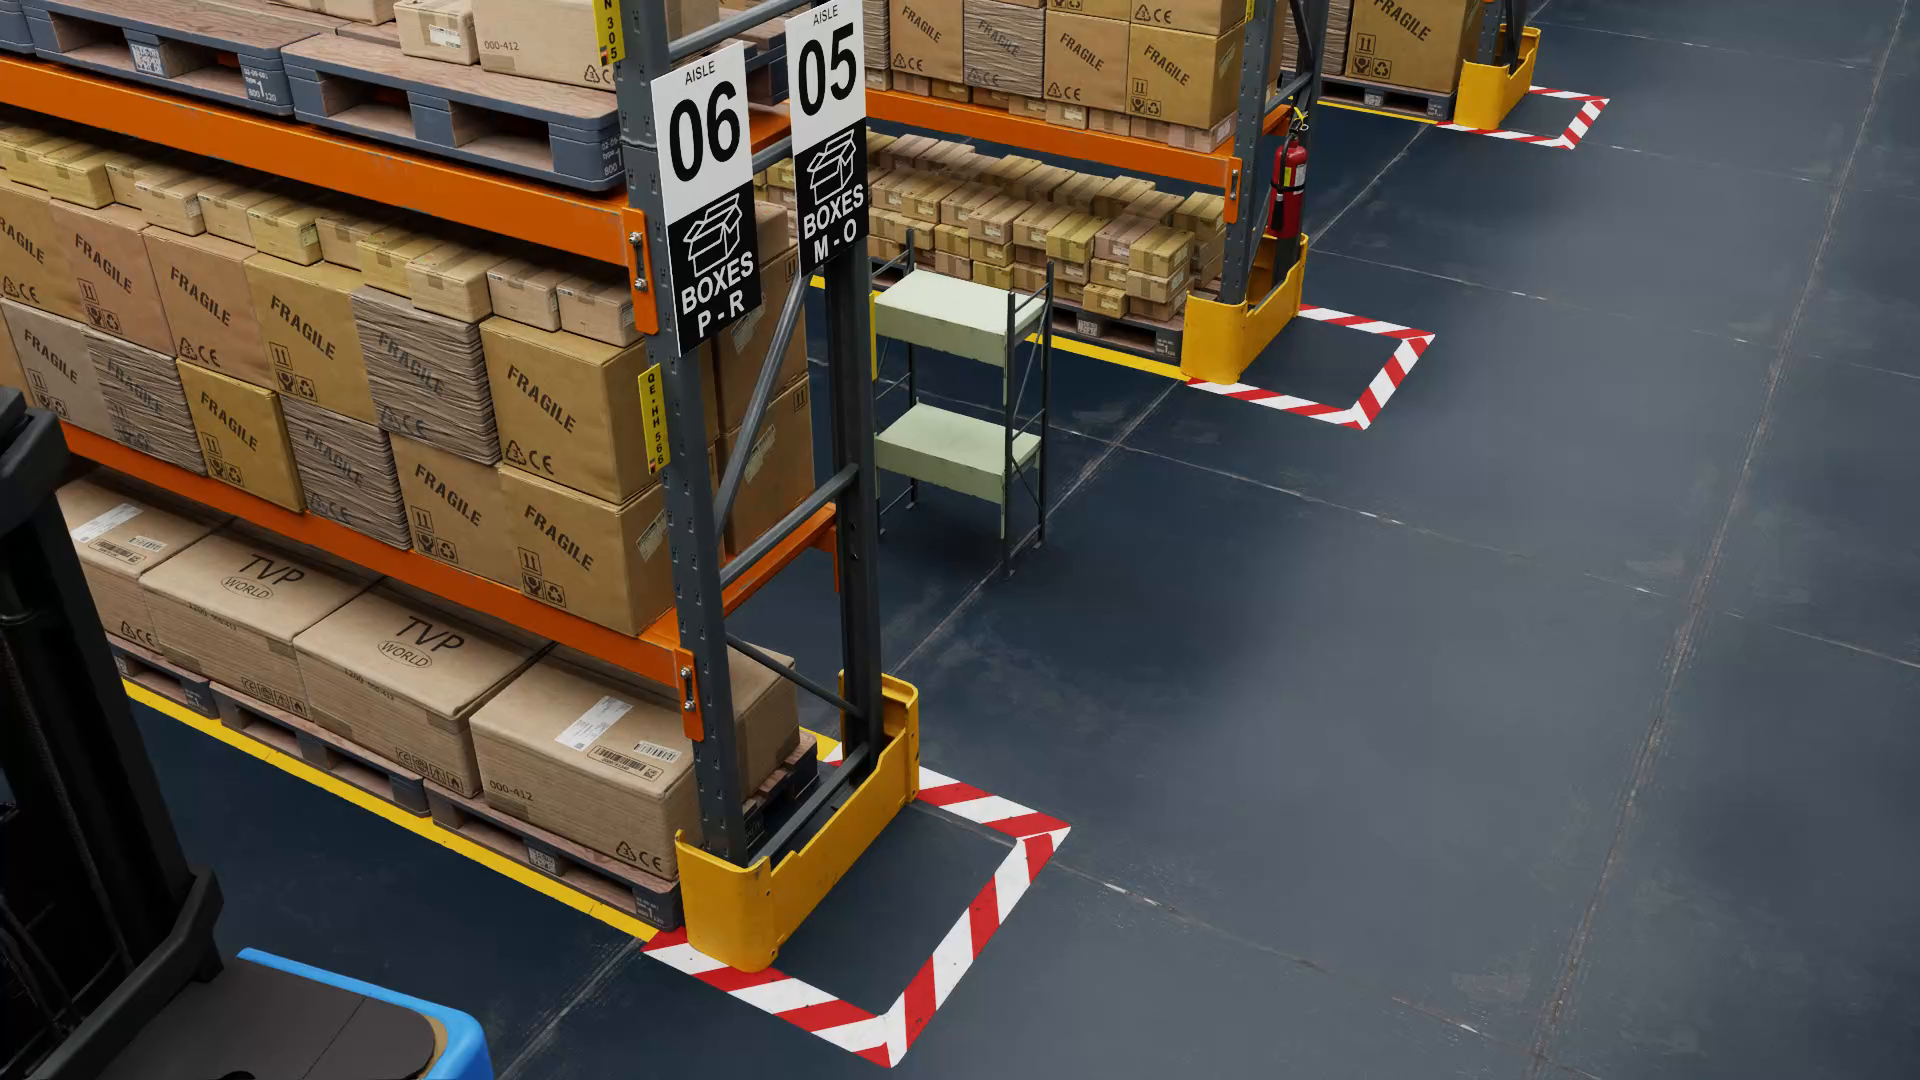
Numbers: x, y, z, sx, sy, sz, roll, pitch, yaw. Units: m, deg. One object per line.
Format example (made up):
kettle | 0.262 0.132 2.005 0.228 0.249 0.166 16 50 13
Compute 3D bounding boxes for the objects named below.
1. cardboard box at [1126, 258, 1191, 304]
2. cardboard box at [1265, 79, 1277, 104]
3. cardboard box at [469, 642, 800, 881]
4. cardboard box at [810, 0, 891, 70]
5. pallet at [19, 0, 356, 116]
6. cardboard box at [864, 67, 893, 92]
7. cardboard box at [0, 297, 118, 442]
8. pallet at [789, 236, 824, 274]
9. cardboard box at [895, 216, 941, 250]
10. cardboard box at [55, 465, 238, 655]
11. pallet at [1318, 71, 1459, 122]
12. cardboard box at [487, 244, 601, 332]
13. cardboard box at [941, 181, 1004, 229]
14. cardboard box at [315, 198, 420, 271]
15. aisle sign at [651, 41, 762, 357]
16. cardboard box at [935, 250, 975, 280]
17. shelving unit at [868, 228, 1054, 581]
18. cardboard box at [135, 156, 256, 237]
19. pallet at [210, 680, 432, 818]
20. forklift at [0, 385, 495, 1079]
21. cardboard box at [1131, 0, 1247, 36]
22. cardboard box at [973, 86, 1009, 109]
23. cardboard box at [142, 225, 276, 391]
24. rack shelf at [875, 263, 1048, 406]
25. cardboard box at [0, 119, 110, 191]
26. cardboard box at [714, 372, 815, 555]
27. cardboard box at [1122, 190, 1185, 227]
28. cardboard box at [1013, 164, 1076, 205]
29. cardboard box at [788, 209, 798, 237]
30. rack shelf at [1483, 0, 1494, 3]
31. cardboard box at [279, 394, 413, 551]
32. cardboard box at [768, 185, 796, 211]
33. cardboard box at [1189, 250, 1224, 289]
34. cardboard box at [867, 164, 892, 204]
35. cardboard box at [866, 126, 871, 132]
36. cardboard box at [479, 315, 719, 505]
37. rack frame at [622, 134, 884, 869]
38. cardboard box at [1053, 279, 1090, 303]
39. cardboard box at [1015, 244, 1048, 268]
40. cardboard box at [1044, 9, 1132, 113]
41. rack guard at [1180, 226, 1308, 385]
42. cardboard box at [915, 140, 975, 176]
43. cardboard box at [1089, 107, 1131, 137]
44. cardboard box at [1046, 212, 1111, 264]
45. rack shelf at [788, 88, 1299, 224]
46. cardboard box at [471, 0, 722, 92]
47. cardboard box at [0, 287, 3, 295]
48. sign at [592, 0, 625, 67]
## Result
cardboard box | 1.169 -1.555 9.803 0.250 0.149 0.380 17 37 23
cardboard box | 1.650 -2.577 9.640 0.250 0.149 0.380 17 37 24
cardboard box | -1.222 0.733 6.375 0.875 0.438 0.875 16 37 23
cardboard box | -0.546 -3.154 9.922 0.500 0.500 0.500 17 37 23
pallet | -2.312 -1.771 5.576 1.213 0.211 1.003 18 37 24
cardboard box | -0.453 -2.856 10.059 0.250 0.149 0.380 19 38 26
cardboard box | -3.360 -0.771 6.612 0.500 0.500 0.500 18 38 25
pallet | -1.103 -2.207 11.373 1.213 0.211 1.003 18 37 24
cardboard box | -0.205 -1.975 10.434 0.250 0.149 0.380 18 38 25
cardboard box | -3.580 -0.009 7.490 0.875 0.438 0.875 17 37 24
pallet | 3.585 -3.815 13.789 1.213 0.211 1.003 18 37 24
cardboard box | -1.243 -0.813 5.188 0.250 0.149 0.380 18 38 25
cardboard box | 0.078 -2.076 10.317 0.250 0.149 0.380 16 37 23
cardboard box | -1.899 -1.039 5.526 0.250 0.149 0.380 17 37 24
aisle sign | -0.691 -0.938 4.607 0.004 0.787 0.394 18 37 24
cardboard box | 0.048 -1.790 10.425 0.250 0.149 0.380 18 38 25
shelving unit | -0.006 -0.626 7.837 0.755 1.500 0.431 18 37 24
cardboard box | -2.614 -1.213 5.788 0.250 0.149 0.380 18 38 25
pallet | -2.387 0.617 7.132 1.213 0.211 1.003 18 37 24
forklift | -2.821 0.928 4.212 3.031 2.935 1.130 11 35 16
cardboard box | 1.248 -3.023 8.822 0.500 0.500 0.500 17 37 23
cardboard box | 0.271 -2.681 9.796 0.250 0.149 0.380 16 37 22
cardboard box | -2.468 -0.907 5.914 0.500 0.500 0.500 17 37 24
rack shelf | -0.006 -0.951 7.621 0.720 0.370 0.431 18 37 24
cardboard box | -3.268 -1.430 6.114 0.250 0.149 0.380 17 37 24
cardboard box | -0.874 -0.337 5.959 0.500 0.500 0.500 17 37 24
cardboard box | 1.184 -1.996 10.198 0.250 0.149 0.380 18 38 25
cardboard box | 0.536 -2.236 10.558 0.250 0.149 0.380 19 38 26
cardboard box | -1.074 -2.152 10.968 0.250 0.149 0.380 17 37 24
rack shelf | 2.581 -5.044 13.768 4.000 0.370 1.077 18 37 24
cardboard box | -2.029 -0.354 5.985 0.500 0.500 0.500 19 38 26
cardboard box | -1.054 -2.317 10.948 0.250 0.149 0.380 17 37 24
cardboard box | 1.473 -1.721 10.322 0.250 0.149 0.380 18 38 25
cardboard box | -0.636 -2.256 10.588 0.250 0.149 0.380 18 38 25
cardboard box | -0.805 -2.682 11.228 0.250 0.149 0.380 17 37 24
cardboard box | -1.136 -0.501 5.303 0.500 0.500 0.500 19 38 26
rack frame | -0.599 -0.025 5.581 0.127 3.000 1.000 18 37 24
cardboard box | 0.748 -1.603 10.145 0.250 0.149 0.380 17 37 24
cardboard box | 0.535 -1.820 10.202 0.250 0.149 0.380 17 37 24
cardboard box | 0.807 -2.744 9.306 0.500 0.500 0.500 17 37 24
rack guard | 1.703 -1.415 9.924 0.348 0.500 1.175 18 37 24
cardboard box | -0.097 -2.475 10.917 0.250 0.149 0.380 16 37 23
cardboard box | 0.923 -2.432 9.423 0.250 0.149 0.380 17 37 24
cardboard box | 0.706 -1.801 9.905 0.250 0.149 0.380 17 37 23
rack shelf | 0.033 -2.685 10.225 4.000 0.370 1.077 18 37 24
cardboard box | -1.035 -1.508 4.768 0.500 0.250 0.500 14 36 20
cardboard box | -3.779 -1.335 6.557 0.500 0.500 0.500 18 38 25
sign | -0.881 -1.352 4.140 0.005 0.325 0.100 18 37 24
